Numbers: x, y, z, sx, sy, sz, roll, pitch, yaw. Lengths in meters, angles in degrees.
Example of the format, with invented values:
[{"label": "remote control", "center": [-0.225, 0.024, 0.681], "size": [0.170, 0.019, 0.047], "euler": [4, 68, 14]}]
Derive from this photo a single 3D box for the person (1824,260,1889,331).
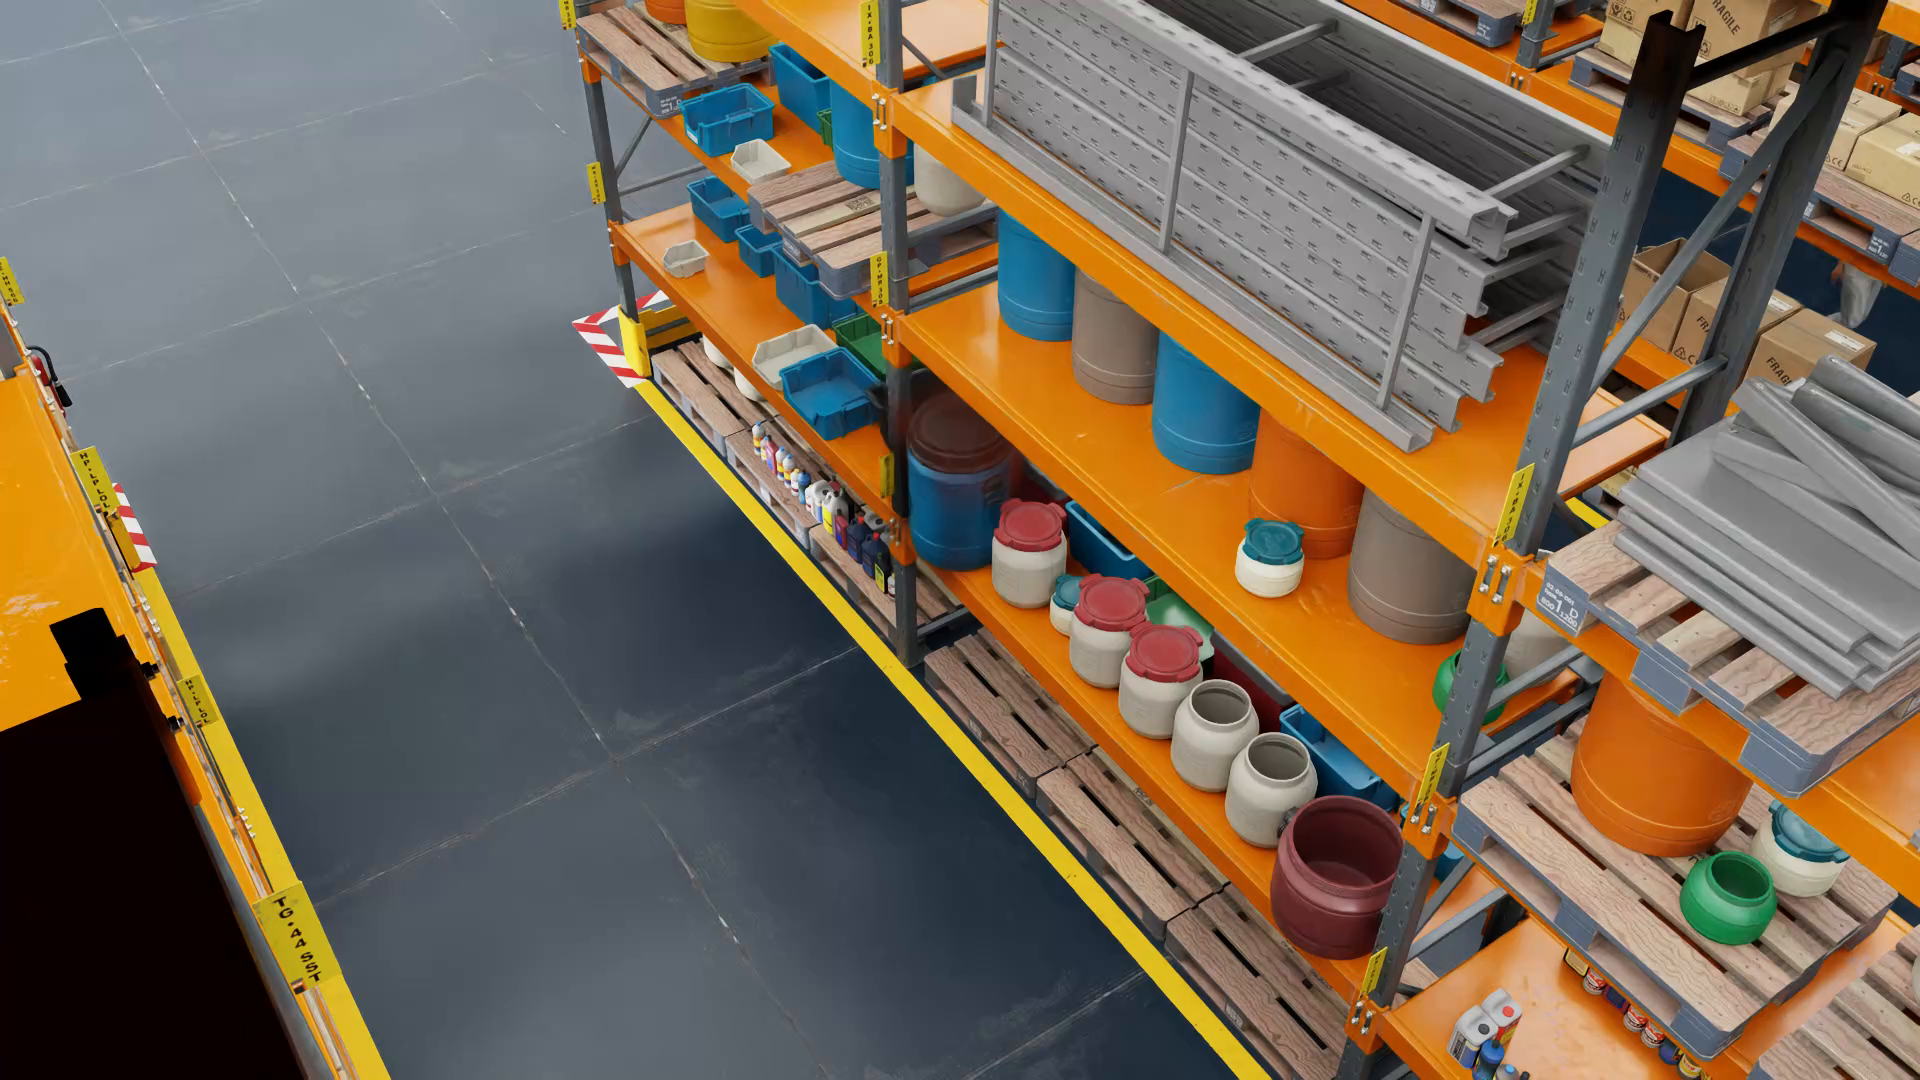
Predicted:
[{"label": "person", "center": [6.926, -2.061, 12.756], "size": [0.506, 1.646, 0.483], "euler": [-16, 45, -17]}]
